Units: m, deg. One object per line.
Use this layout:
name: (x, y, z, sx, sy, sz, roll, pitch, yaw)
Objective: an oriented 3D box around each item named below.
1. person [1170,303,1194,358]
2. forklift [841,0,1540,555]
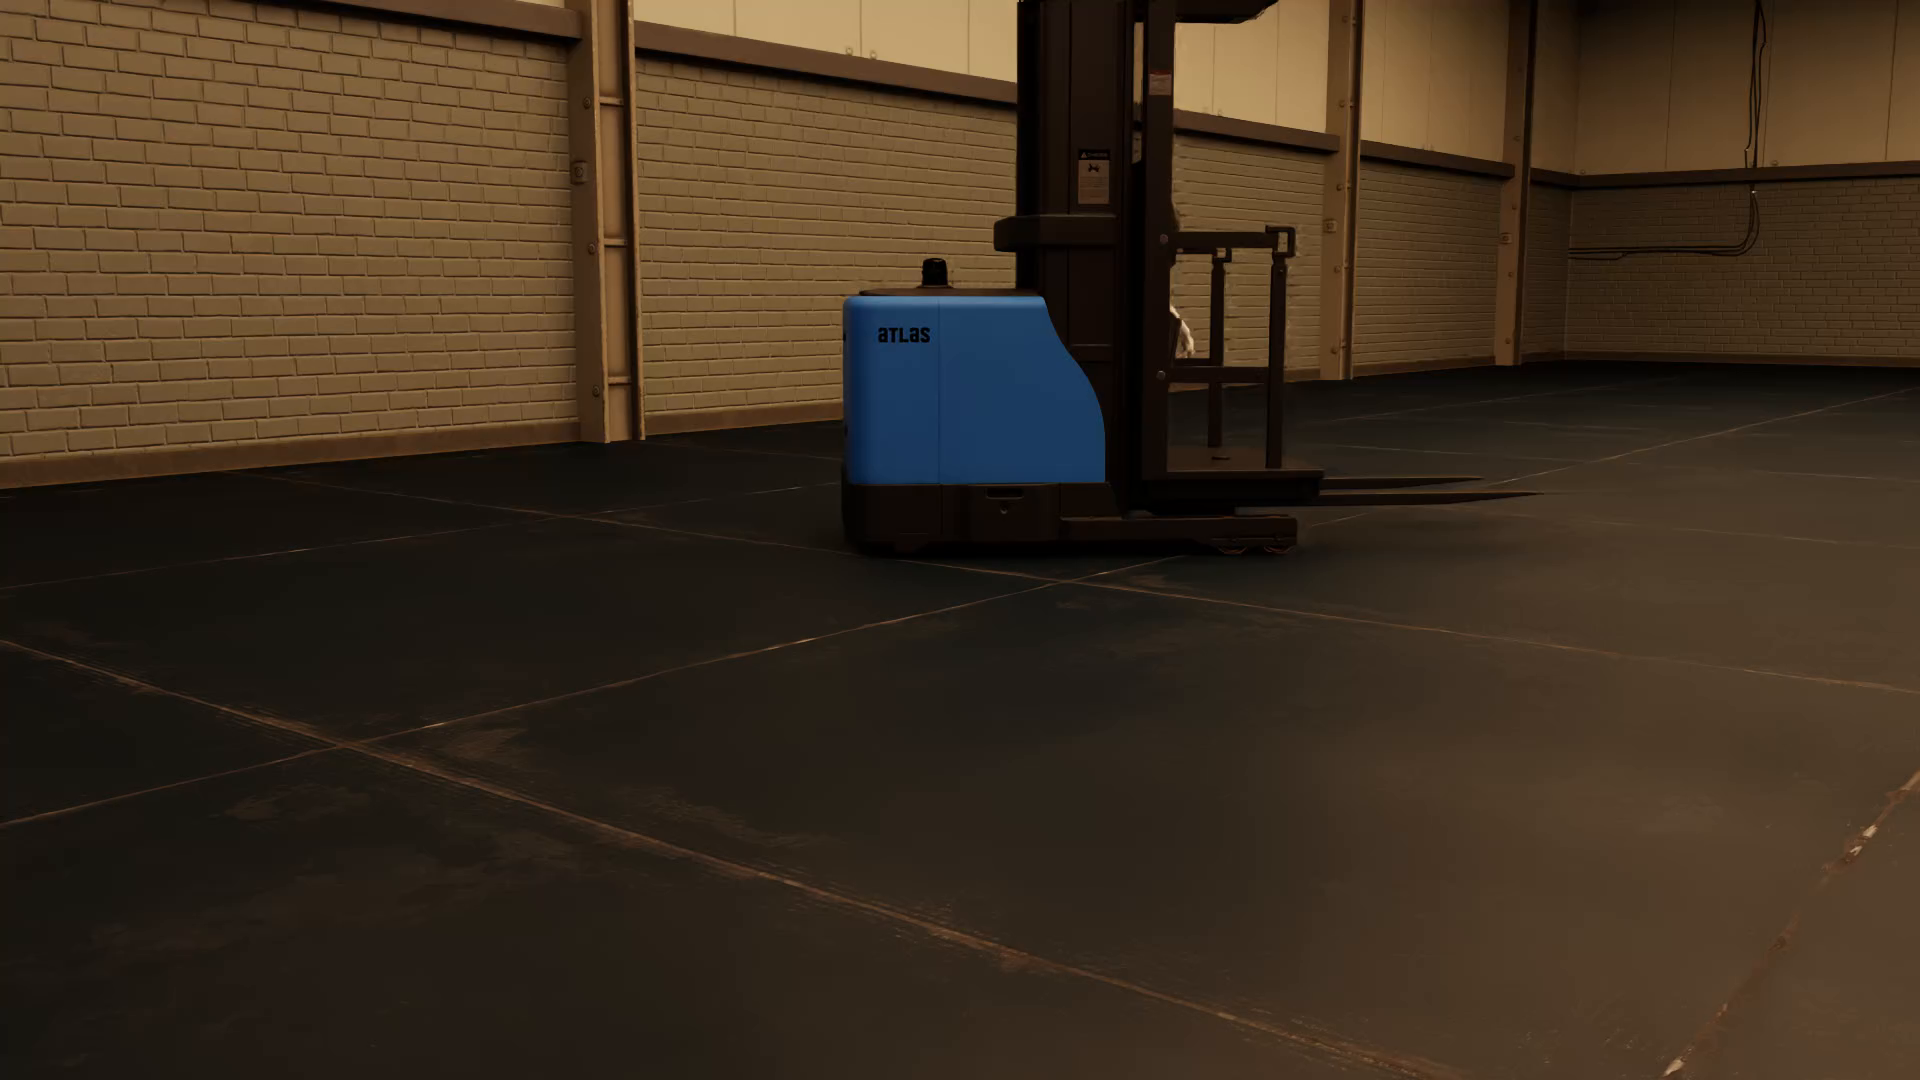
person: (0.820, -0.962, 8.610, 0.800, 1.488, 0.804, 0, 8, -3)
forklift: (1.001, -1.462, 7.270, 3.031, 2.935, 1.130, -1, 8, -6)
